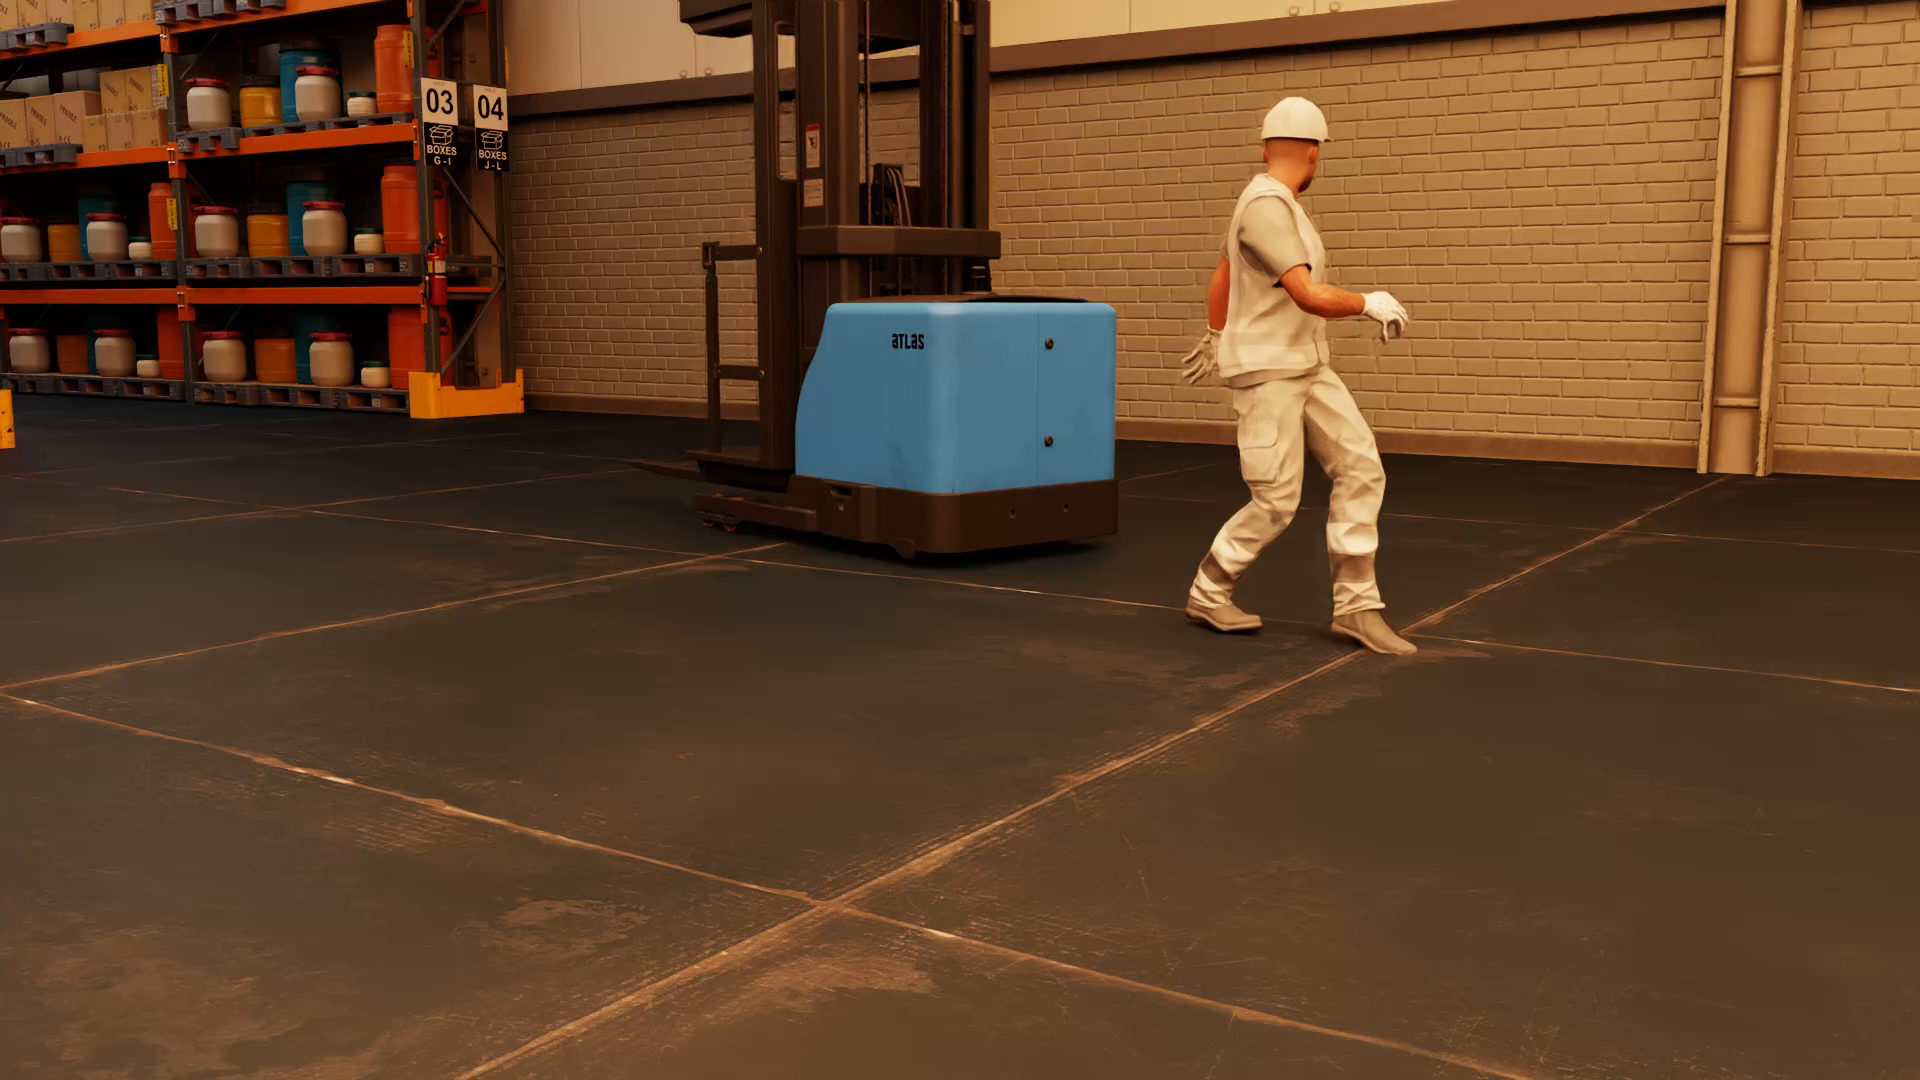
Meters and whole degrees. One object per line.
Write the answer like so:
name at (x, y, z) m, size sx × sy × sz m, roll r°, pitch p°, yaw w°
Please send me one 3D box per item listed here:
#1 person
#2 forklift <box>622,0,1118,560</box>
person at (1.041, -0.525, 5.310) m, size 0.960 × 1.732 × 0.570 m, roll 6°, pitch 10°, yaw 35°
forklift at (-0.628, -1.530, 7.955) m, size 1.130 × 2.935 × 3.031 m, roll -7°, pitch 10°, yaw -39°
